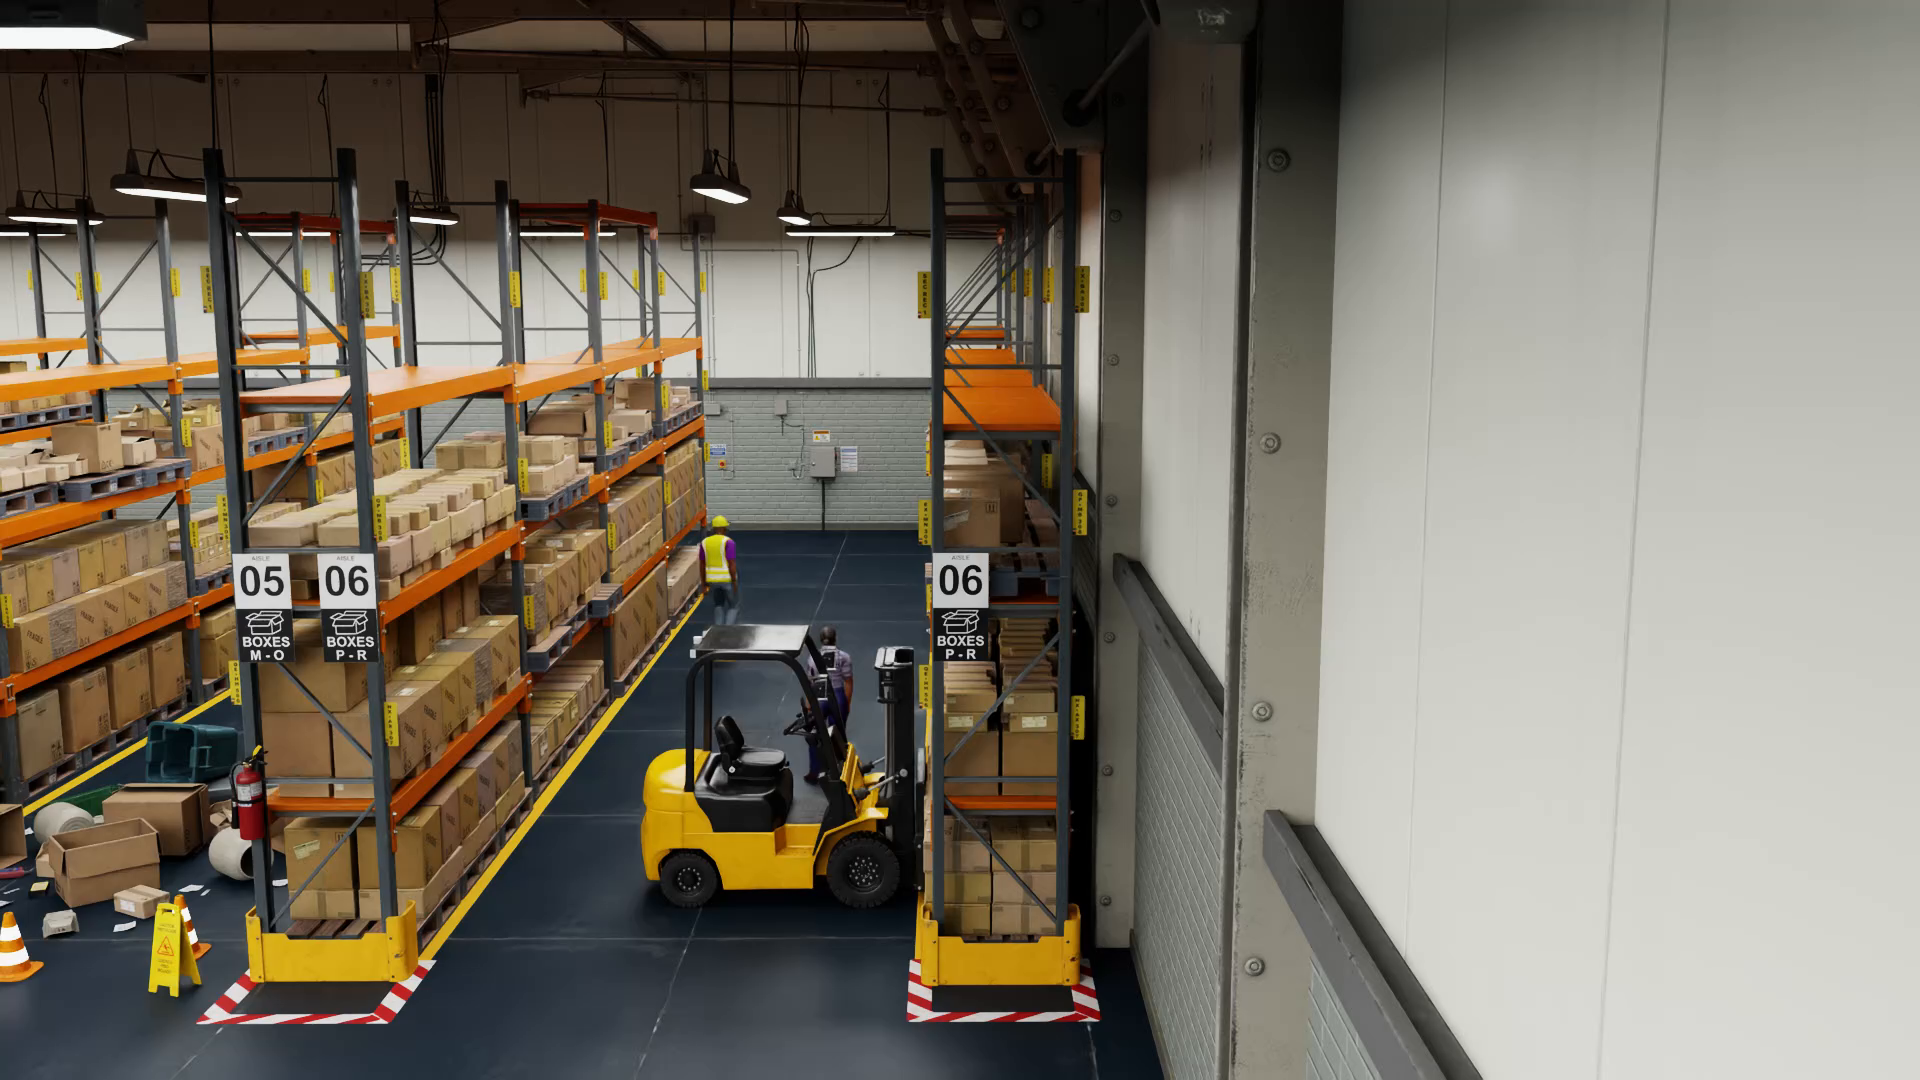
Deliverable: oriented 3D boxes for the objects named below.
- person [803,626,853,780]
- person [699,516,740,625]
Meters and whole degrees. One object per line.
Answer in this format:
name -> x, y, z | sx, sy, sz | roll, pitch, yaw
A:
person -> -1.331, 1.710, 16.858 | 0.518, 1.656, 0.701 | -2, 9, -13
person -> -3.218, 0.549, 22.317 | 0.601, 1.722, 0.549 | 1, 9, 9
